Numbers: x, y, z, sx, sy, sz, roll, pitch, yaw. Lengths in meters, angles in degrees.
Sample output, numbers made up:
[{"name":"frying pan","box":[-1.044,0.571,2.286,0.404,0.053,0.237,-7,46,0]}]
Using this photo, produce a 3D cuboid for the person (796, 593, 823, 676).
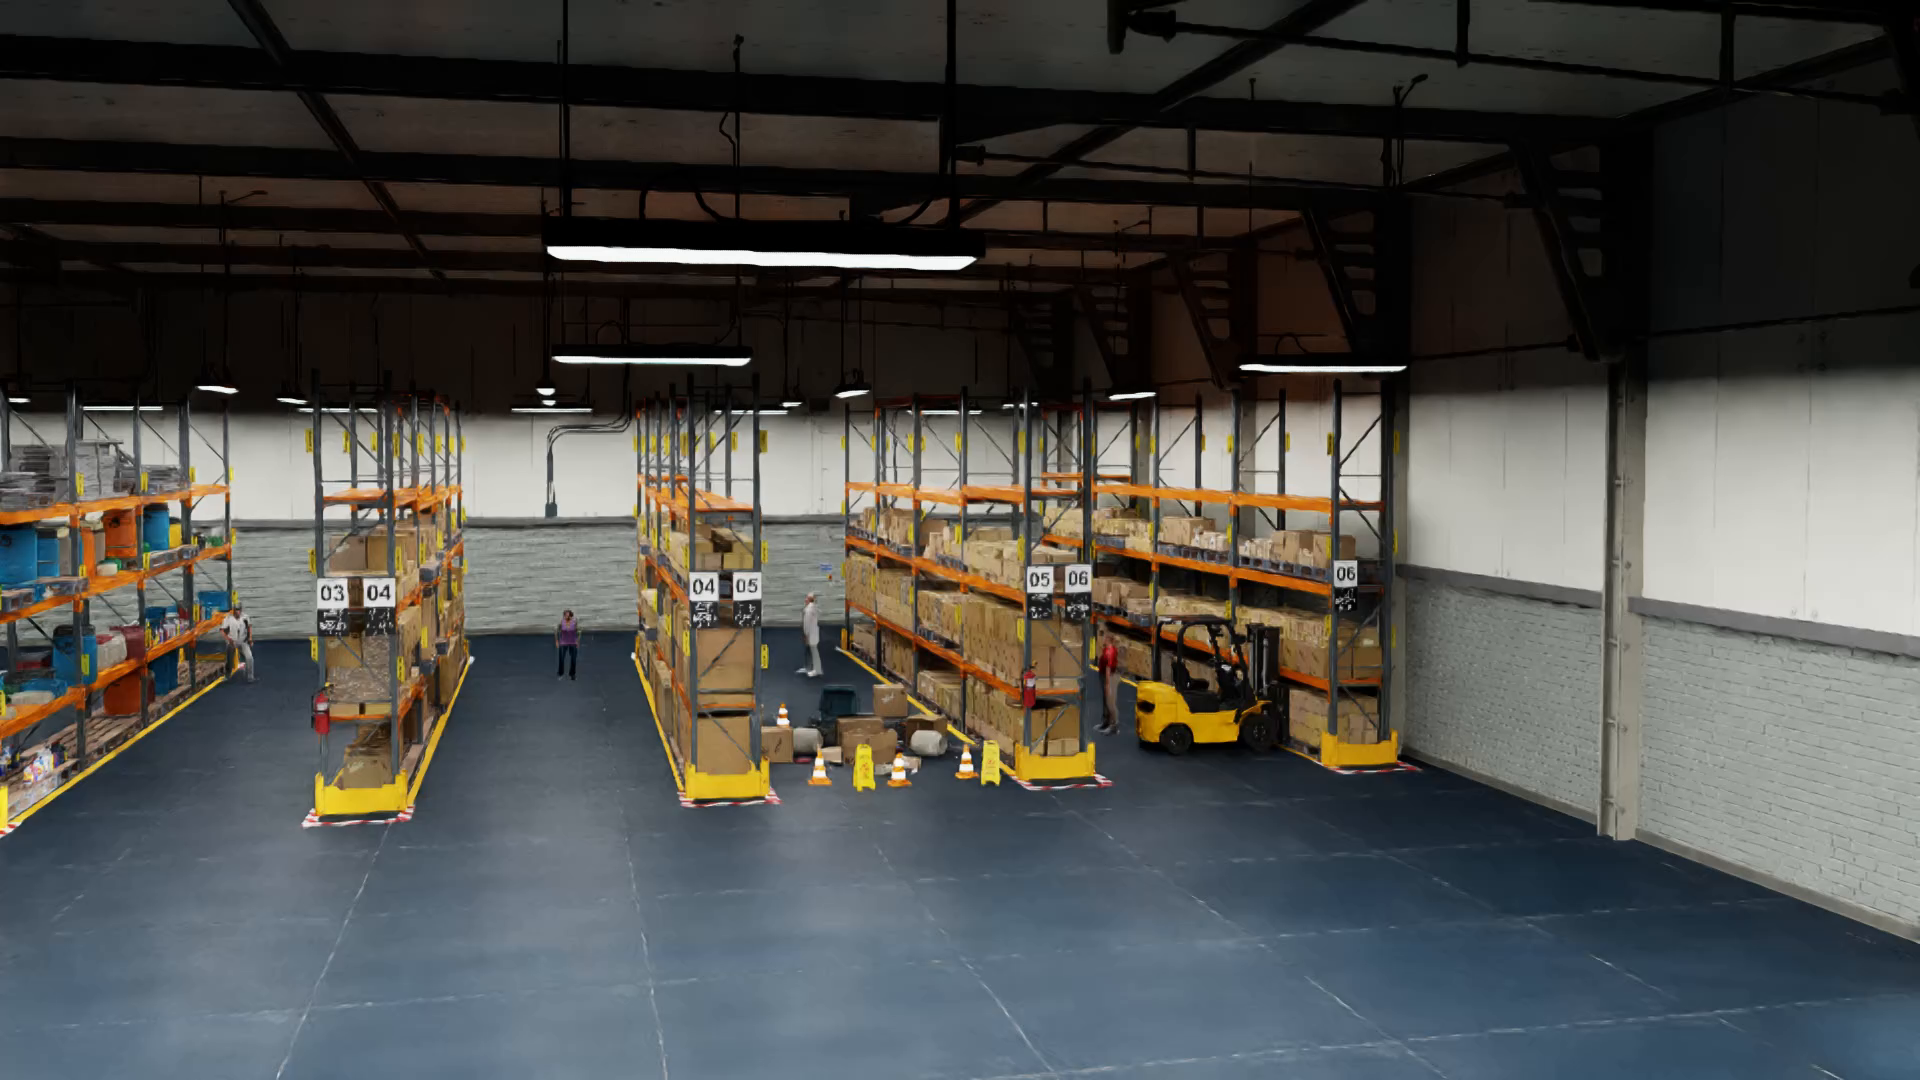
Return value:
[{"name":"person","box":[-3.259,2.029,35.899,0.643,1.764,0.673,0,3,7]}]

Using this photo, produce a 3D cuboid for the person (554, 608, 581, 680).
[{"name":"person","box":[-8.319,2.204,35.247,0.564,1.541,0.519,-1,3,-16]}]

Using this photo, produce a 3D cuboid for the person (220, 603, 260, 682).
[{"name":"person","box":[-15.128,2.138,34.839,0.706,1.695,0.843,-2,4,-31]}]

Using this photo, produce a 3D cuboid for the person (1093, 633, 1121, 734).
[{"name":"person","box":[2.535,2.466,28.793,0.498,1.731,0.586,1,3,16]}]
